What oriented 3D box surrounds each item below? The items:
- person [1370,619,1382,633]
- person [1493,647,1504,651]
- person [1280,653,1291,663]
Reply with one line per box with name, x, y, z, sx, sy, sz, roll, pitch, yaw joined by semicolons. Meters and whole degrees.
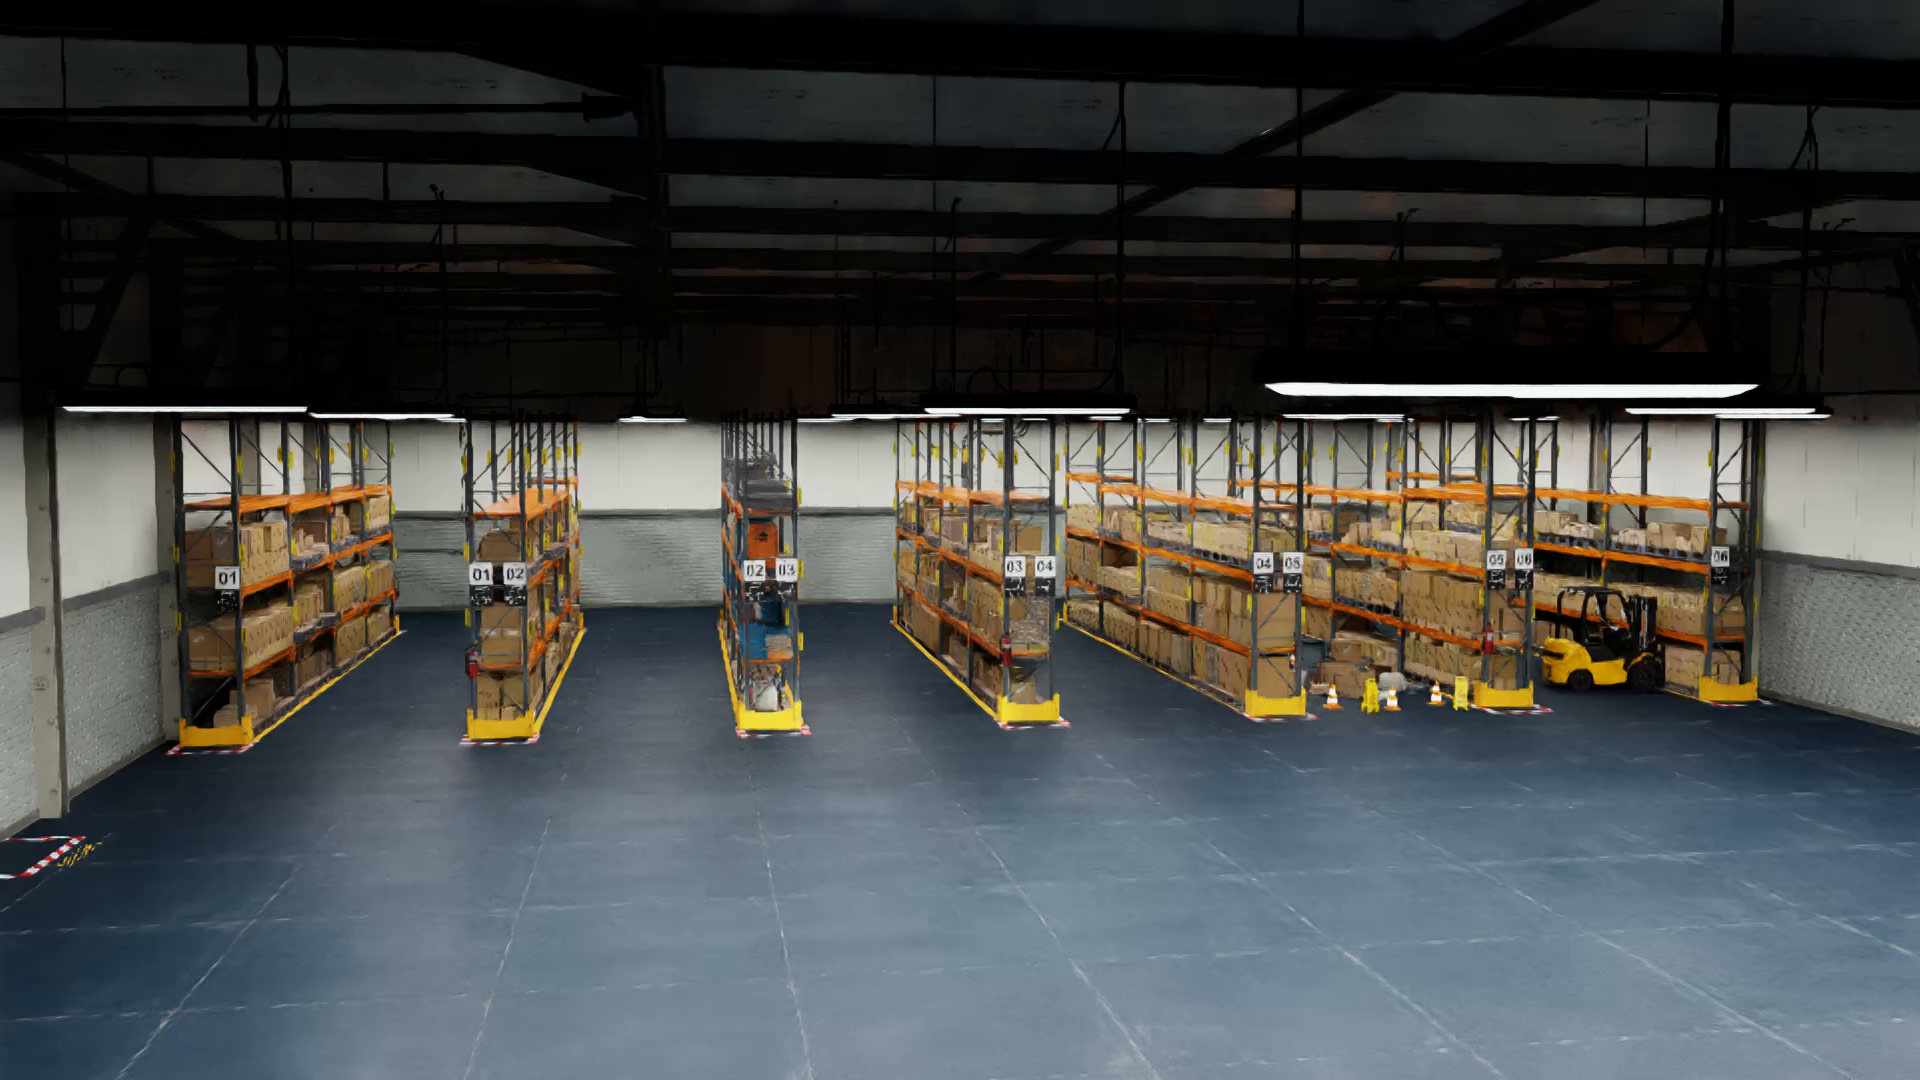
person;11.074;1.716;44.620;0.573;1.764;0.669;2;4;21
person;12.055;2.267;37.386;0.477;1.675;0.487;2;4;22
person;7.548;2.119;39.066;0.597;1.835;0.662;1;4;20
